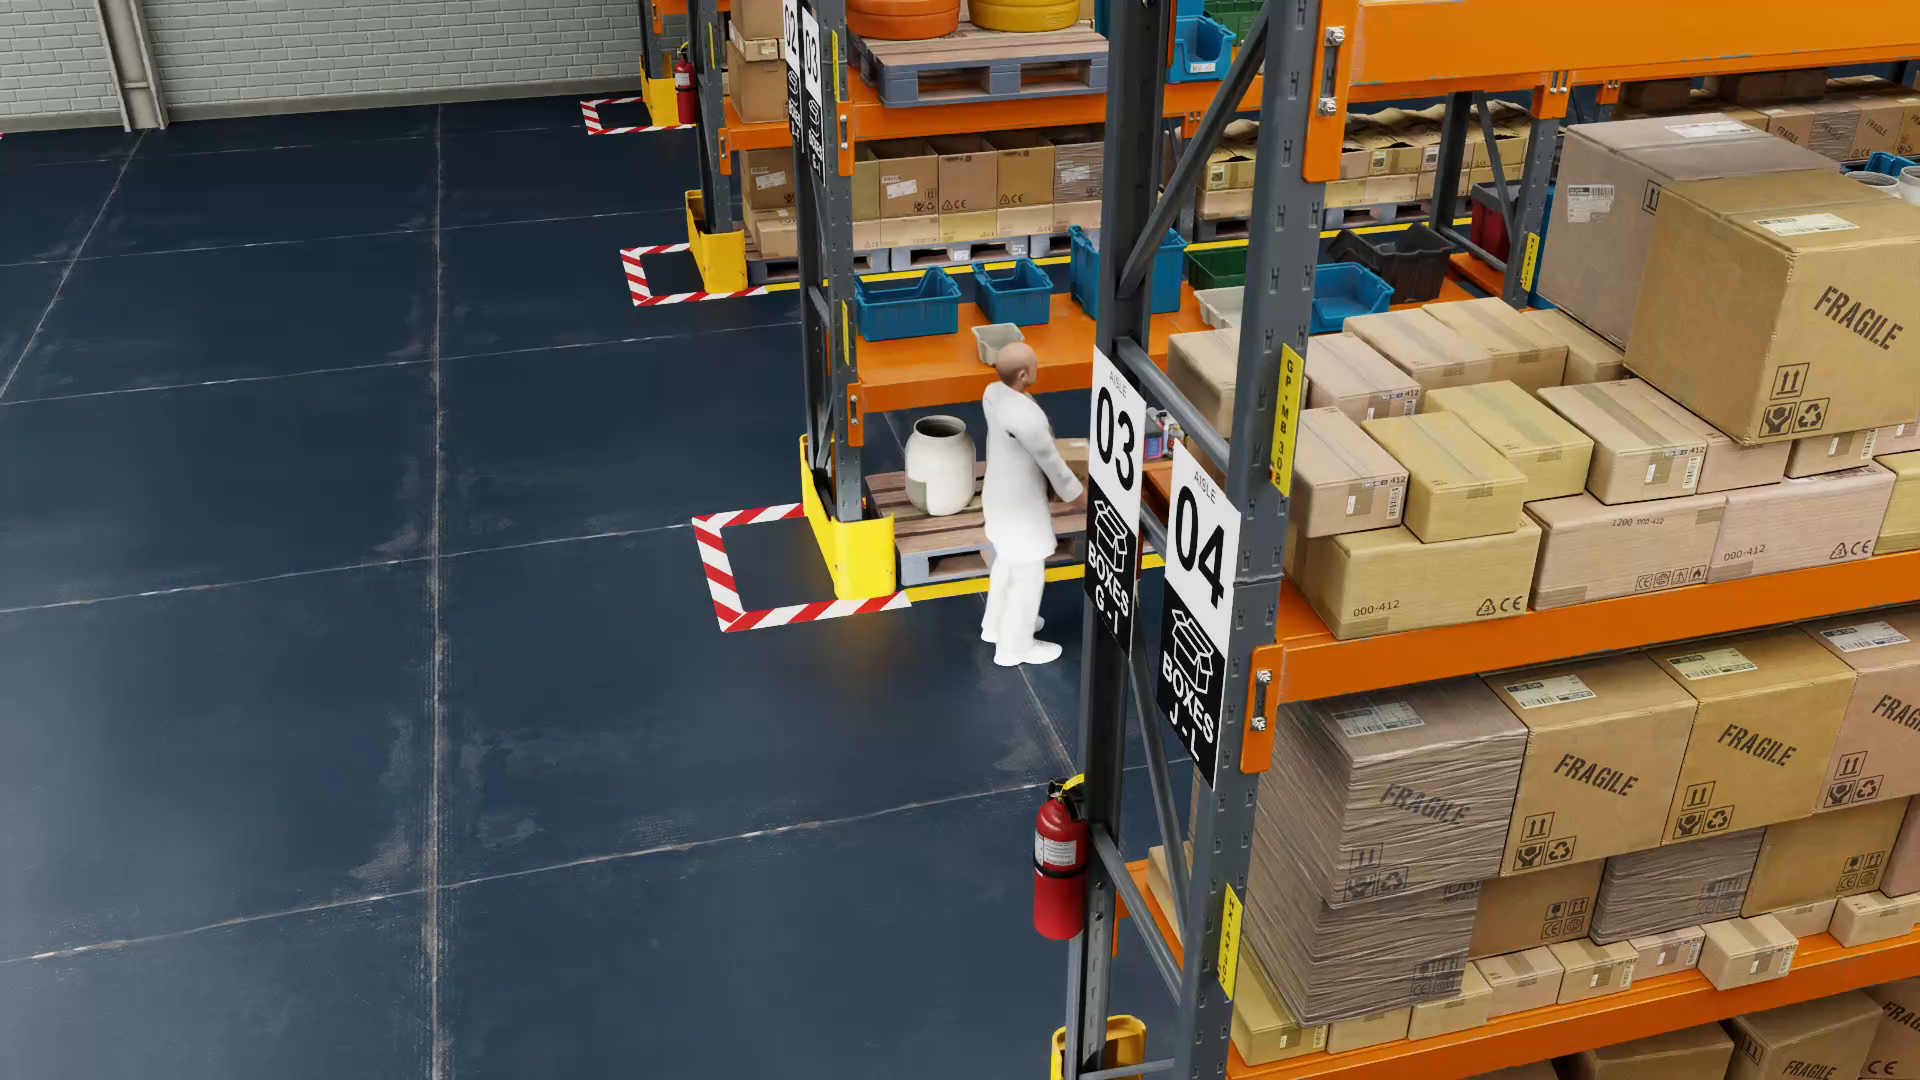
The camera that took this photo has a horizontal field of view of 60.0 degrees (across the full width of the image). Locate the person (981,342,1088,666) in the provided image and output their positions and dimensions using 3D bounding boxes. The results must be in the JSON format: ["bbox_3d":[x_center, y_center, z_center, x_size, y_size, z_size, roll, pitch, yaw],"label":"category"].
[{"bbox_3d":[0.394,-0.205,8.620,0.551,1.780,0.526,-10,31,-16],"label":"person"}]
